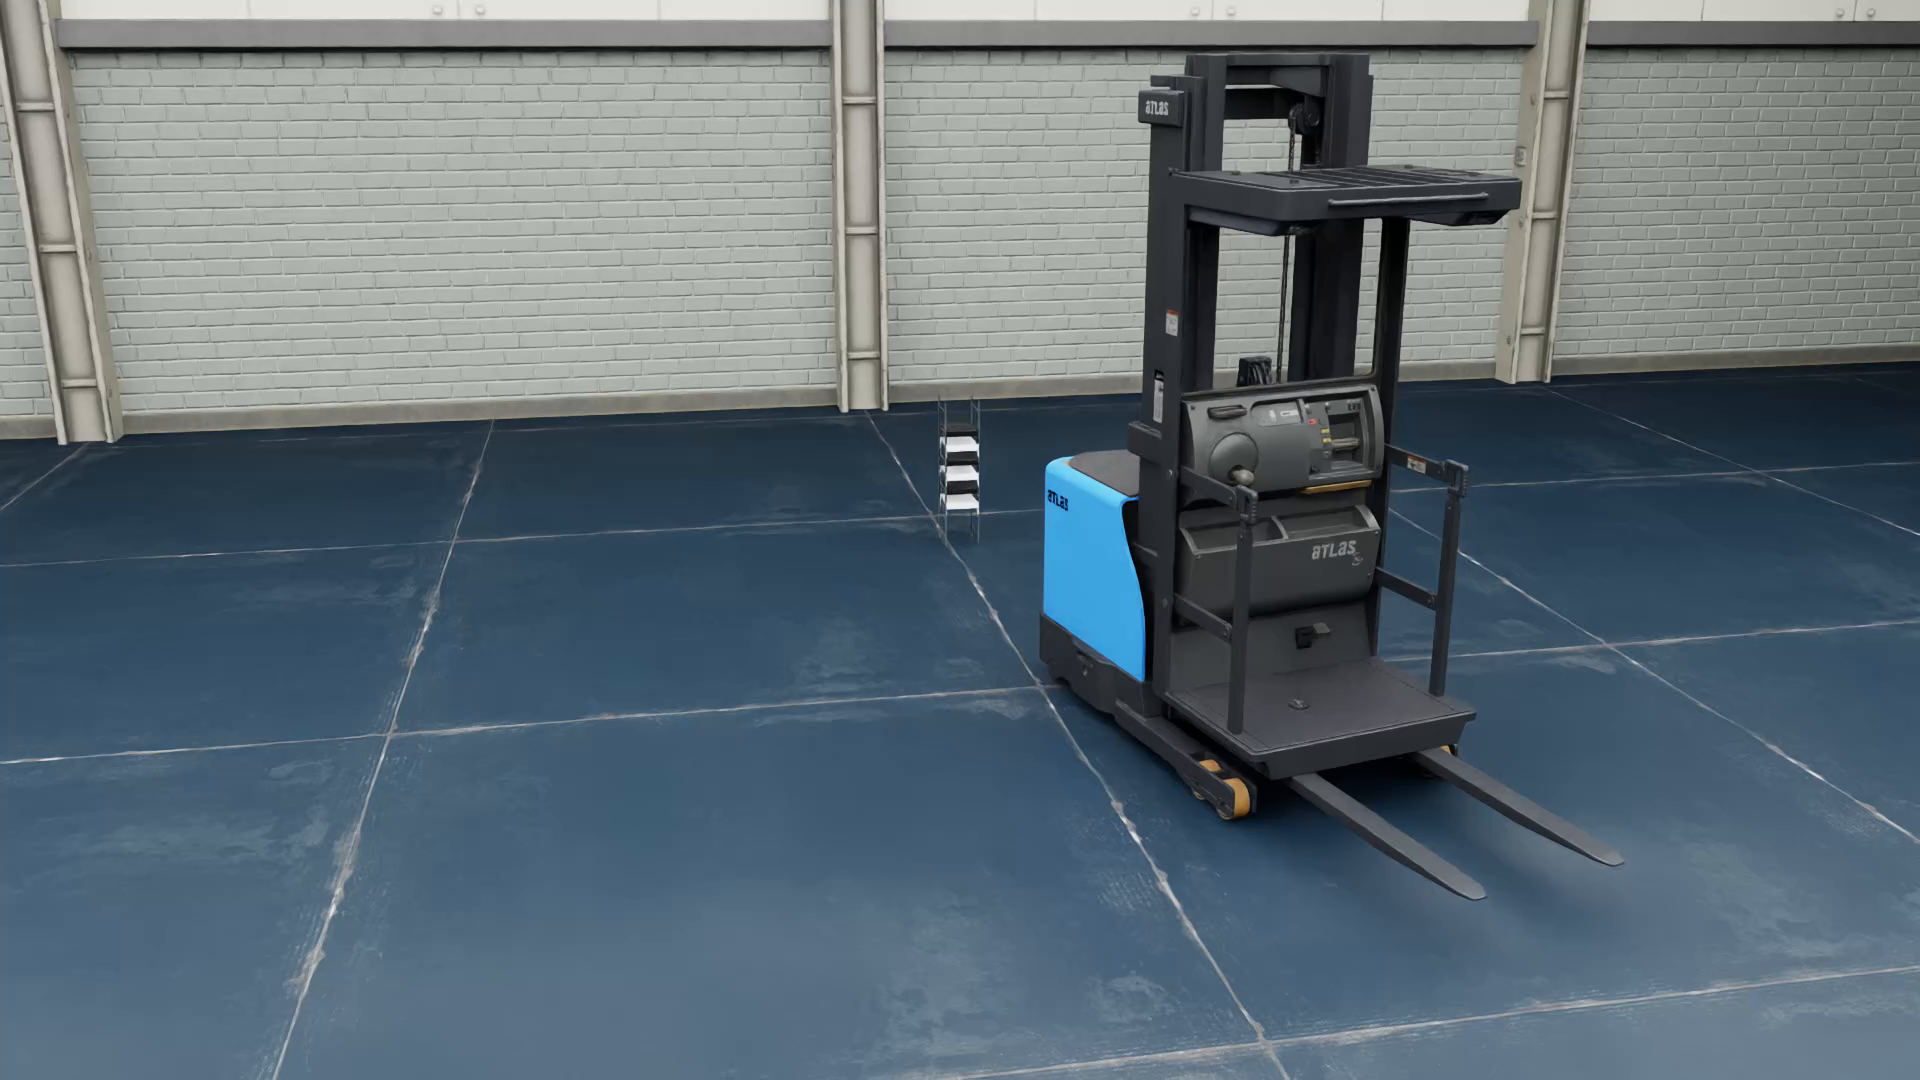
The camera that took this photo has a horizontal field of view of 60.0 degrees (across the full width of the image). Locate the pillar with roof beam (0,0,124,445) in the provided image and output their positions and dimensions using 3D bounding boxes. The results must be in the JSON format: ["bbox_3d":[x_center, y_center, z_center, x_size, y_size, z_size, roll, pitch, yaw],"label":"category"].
[{"bbox_3d":[-5.889,-3.841,7.490,0.400,9.000,9.100,-3,17,-10],"label":"pillar with roof beam"}]

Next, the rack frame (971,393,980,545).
[{"bbox_3d":[0.092,-0.435,10.197,0.006,0.900,0.240,-3,17,-10],"label":"rack frame"}]

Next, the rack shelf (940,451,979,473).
[{"bbox_3d":[-0.008,-0.484,10.162,0.200,0.077,0.258,-3,17,-10],"label":"rack shelf"}]

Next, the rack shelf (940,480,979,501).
[{"bbox_3d":[-0.008,-0.312,10.214,0.200,0.077,0.258,-3,17,-10],"label":"rack shelf"}]

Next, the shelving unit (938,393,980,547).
[{"bbox_3d":[-0.008,-0.430,10.178,0.210,0.900,0.258,-3,17,-10],"label":"shelving unit"}]

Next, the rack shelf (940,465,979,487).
[{"bbox_3d":[-0.008,-0.398,10.188,0.200,0.077,0.258,-3,17,-10],"label":"rack shelf"}]

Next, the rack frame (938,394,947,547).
[{"bbox_3d":[-0.108,-0.424,10.160,0.006,0.900,0.240,-3,17,-10],"label":"rack frame"}]

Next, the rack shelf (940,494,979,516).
[{"bbox_3d":[-0.008,-0.226,10.241,0.200,0.077,0.258,-3,17,-10],"label":"rack shelf"}]

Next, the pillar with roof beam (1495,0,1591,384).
[{"bbox_3d":[5.893,-4.509,9.666,0.400,9.000,9.100,-3,17,-10],"label":"pillar with roof beam"}]

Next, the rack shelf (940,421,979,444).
[{"bbox_3d":[-0.008,-0.656,10.109,0.200,0.077,0.258,-3,17,-10],"label":"rack shelf"}]

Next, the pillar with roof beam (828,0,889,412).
[{"bbox_3d":[0.002,-4.175,8.578,0.400,9.000,9.100,-3,17,-10],"label":"pillar with roof beam"}]

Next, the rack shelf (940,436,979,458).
[{"bbox_3d":[-0.008,-0.570,10.135,0.200,0.077,0.258,-3,17,-10],"label":"rack shelf"}]

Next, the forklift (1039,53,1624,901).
[{"bbox_3d":[1.438,-0.422,6.695,1.130,2.935,3.031,-7,18,-22],"label":"forklift"}]
